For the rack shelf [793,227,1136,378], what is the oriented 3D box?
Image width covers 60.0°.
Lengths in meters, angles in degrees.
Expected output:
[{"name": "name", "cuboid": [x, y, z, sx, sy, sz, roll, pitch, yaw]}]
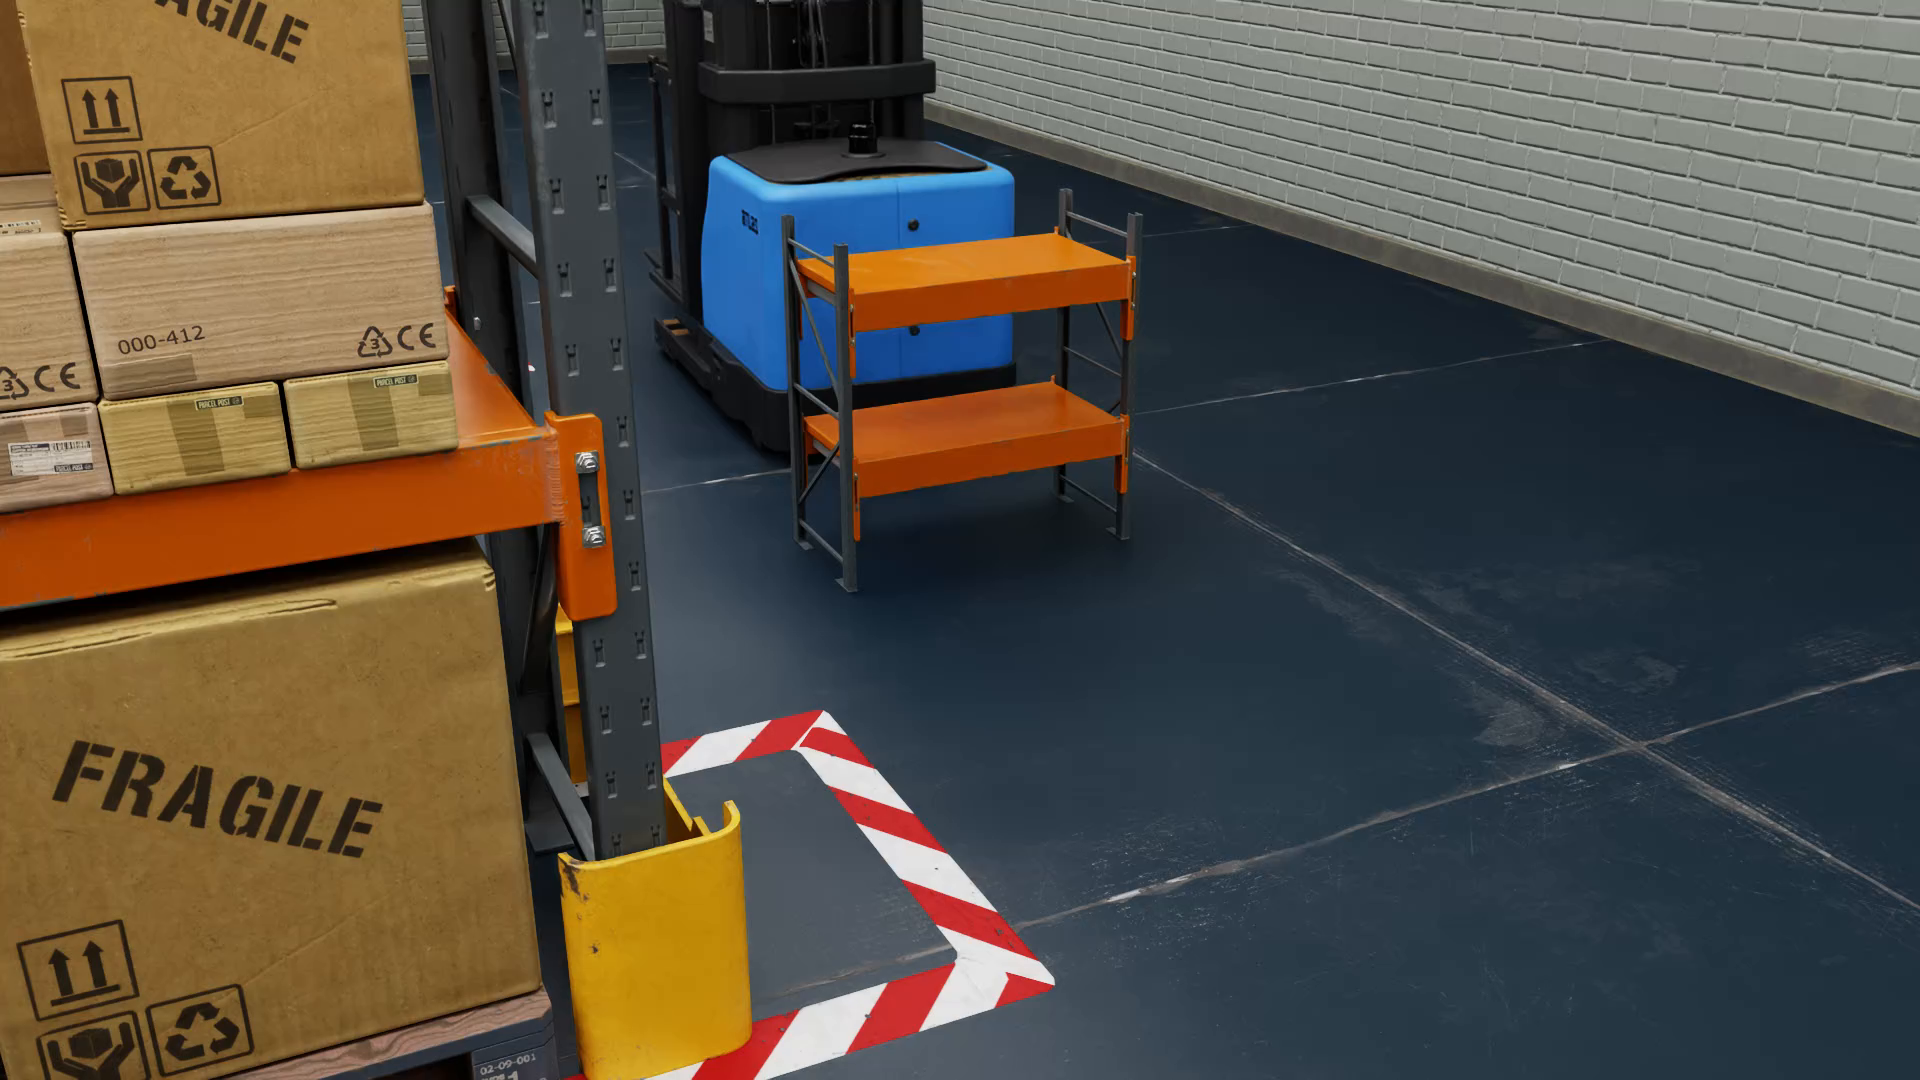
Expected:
[{"name": "rack shelf", "cuboid": [0.006, -0.791, 5.426, 1.000, 0.278, 0.538, -10, 25, -24]}]

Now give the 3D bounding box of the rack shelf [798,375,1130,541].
[{"name": "rack shelf", "cuboid": [0.006, -0.295, 5.631, 1.000, 0.278, 0.538, -10, 25, -24]}]

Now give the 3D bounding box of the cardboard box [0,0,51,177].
[{"name": "cardboard box", "cuboid": [-1.826, -0.895, 2.817, 0.500, 0.500, 0.500, -11, 25, -25]}]

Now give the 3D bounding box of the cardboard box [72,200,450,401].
[{"name": "cardboard box", "cuboid": [-1.148, -0.446, 2.713, 0.500, 0.250, 0.500, -11, 25, -24]}]

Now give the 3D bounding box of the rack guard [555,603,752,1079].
[{"name": "rack guard", "cuboid": [-0.805, 0.601, 3.644, 0.348, 0.500, 1.175, -10, 25, -24]}]

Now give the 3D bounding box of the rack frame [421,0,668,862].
[{"name": "rack frame", "cuboid": [-0.826, -0.550, 3.156, 0.127, 3.000, 1.000, -10, 25, -24]}]

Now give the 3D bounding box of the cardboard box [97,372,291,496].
[{"name": "cardboard box", "cuboid": [-1.238, -0.218, 2.682, 0.250, 0.149, 0.380, -10, 25, -23]}]

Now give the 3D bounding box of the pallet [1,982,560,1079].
[{"name": "pallet", "cuboid": [-1.513, 0.898, 3.304, 1.213, 0.211, 1.003, -10, 25, -24]}]

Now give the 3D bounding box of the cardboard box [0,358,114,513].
[{"name": "cardboard box", "cuboid": [-1.466, -0.176, 2.582, 0.250, 0.149, 0.380, -10, 25, -23]}]

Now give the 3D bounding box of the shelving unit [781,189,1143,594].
[{"name": "shelving unit", "cuboid": [0.006, -0.521, 5.538, 1.048, 1.125, 0.538, -10, 25, -24]}]

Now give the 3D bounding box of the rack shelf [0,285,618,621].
[{"name": "rack shelf", "cuboid": [-2.628, 0.114, 2.493, 4.000, 0.370, 1.077, -10, 25, -24]}]

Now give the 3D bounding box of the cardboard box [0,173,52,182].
[{"name": "cardboard box", "cuboid": [-1.841, -0.543, 2.947, 0.500, 0.250, 0.500, -11, 25, -24]}]

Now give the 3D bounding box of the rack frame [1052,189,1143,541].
[{"name": "rack frame", "cuboid": [0.464, -0.605, 5.741, 0.032, 1.125, 0.500, -10, 25, -24]}]

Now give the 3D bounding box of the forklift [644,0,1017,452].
[{"name": "forklift", "cuboid": [-0.804, -2.224, 7.290, 1.130, 2.935, 3.031, -9, 24, -21]}]

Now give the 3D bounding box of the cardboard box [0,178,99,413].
[{"name": "cardboard box", "cuboid": [-1.605, -0.362, 2.510, 0.500, 0.250, 0.500, -11, 25, -25]}]

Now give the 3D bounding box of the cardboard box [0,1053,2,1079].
[{"name": "cardboard box", "cuboid": [-2.188, 0.523, 2.795, 0.875, 0.875, 0.875, -10, 25, -24]}]

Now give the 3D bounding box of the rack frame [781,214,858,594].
[{"name": "rack frame", "cuboid": [-0.452, -0.437, 5.334, 0.032, 1.125, 0.500, -10, 25, -24]}]

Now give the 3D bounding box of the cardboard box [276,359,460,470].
[{"name": "cardboard box", "cuboid": [-1.004, -0.261, 2.788, 0.250, 0.149, 0.380, -10, 24, -23]}]

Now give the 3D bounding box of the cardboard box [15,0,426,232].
[{"name": "cardboard box", "cuboid": [-1.151, -0.793, 2.571, 0.500, 0.500, 0.500, -10, 25, -23]}]

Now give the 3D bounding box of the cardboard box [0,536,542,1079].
[{"name": "cardboard box", "cuboid": [-1.368, 0.372, 3.159, 0.875, 0.875, 0.875, -10, 25, -24]}]
